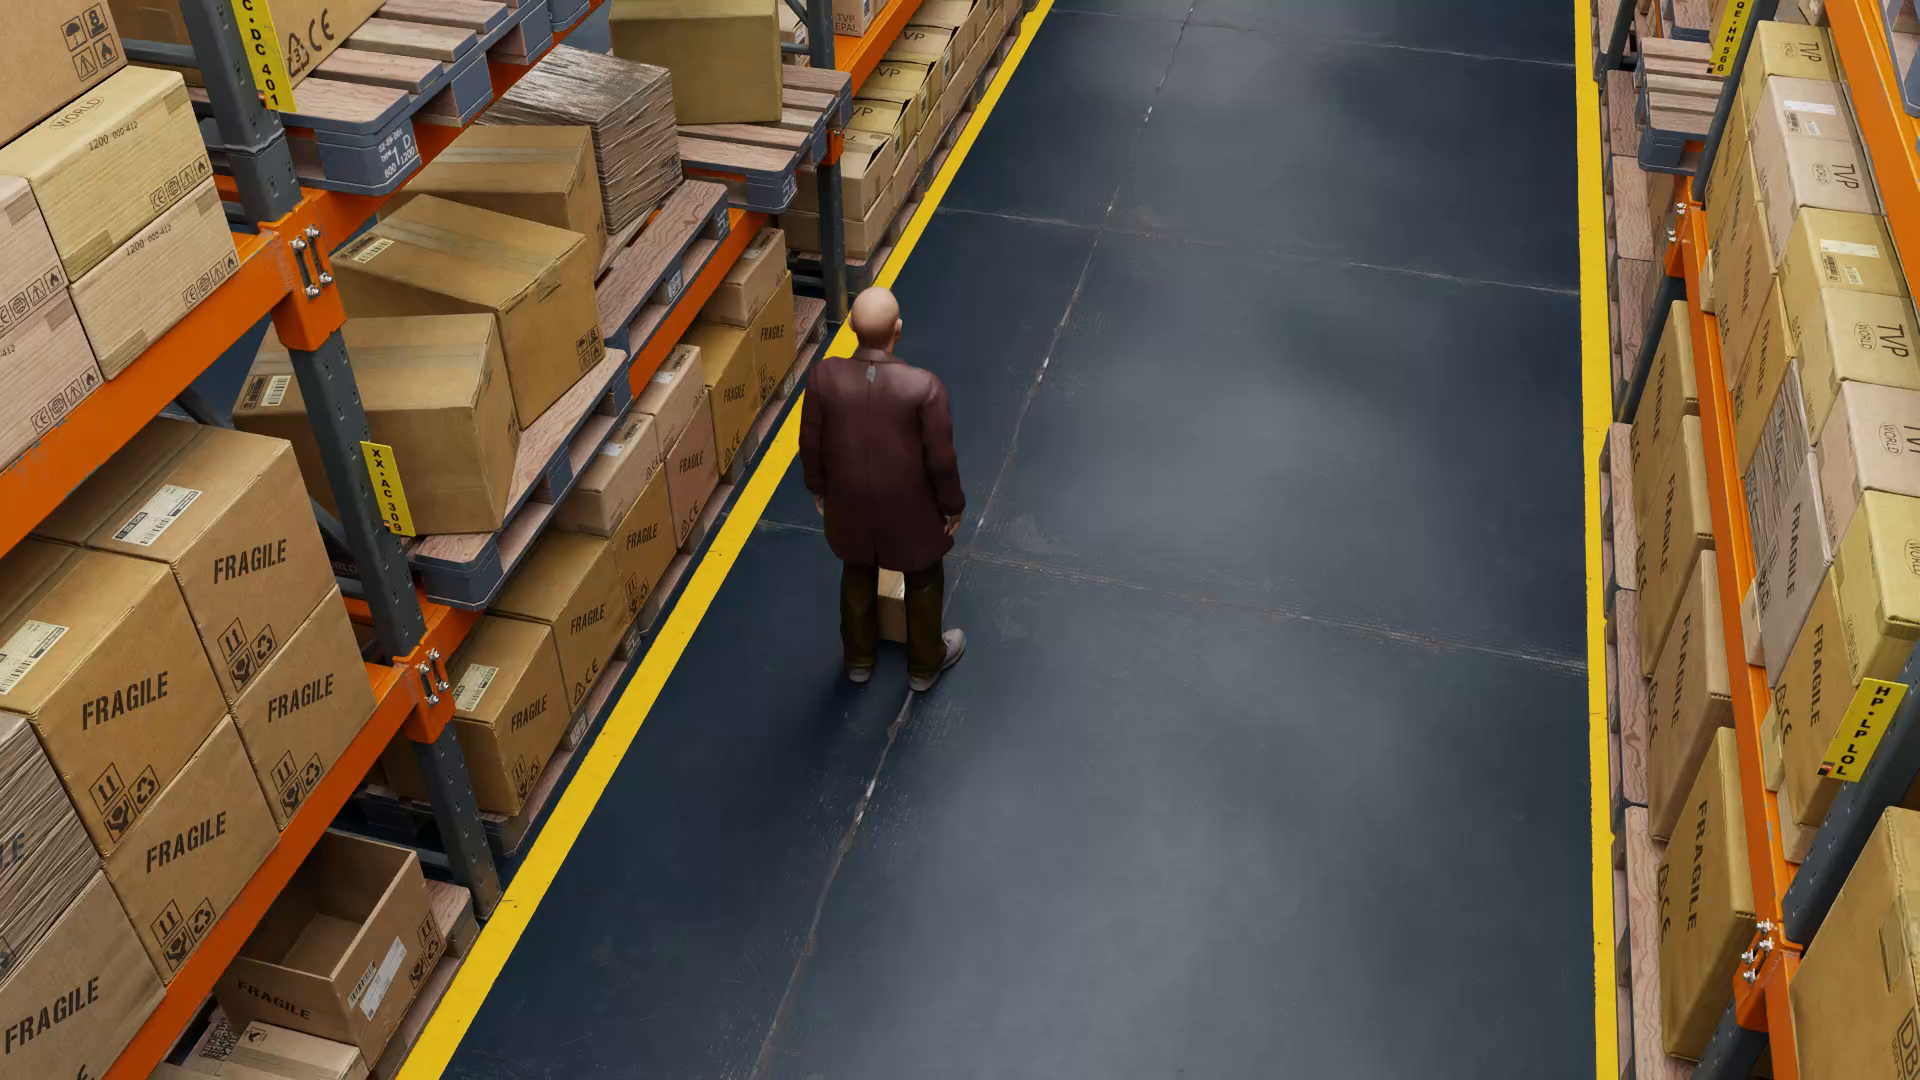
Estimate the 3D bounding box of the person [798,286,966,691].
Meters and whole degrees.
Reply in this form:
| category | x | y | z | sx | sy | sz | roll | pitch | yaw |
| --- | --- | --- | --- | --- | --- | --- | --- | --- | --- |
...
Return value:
| category | x | y | z | sx | sy | sz | roll | pitch | yaw |
| --- | --- | --- | --- | --- | --- | --- | --- | --- | --- |
| person | -0.287 | -0.164 | 6.362 | 0.640 | 1.773 | 0.430 | 9 | 41 | 11 |
